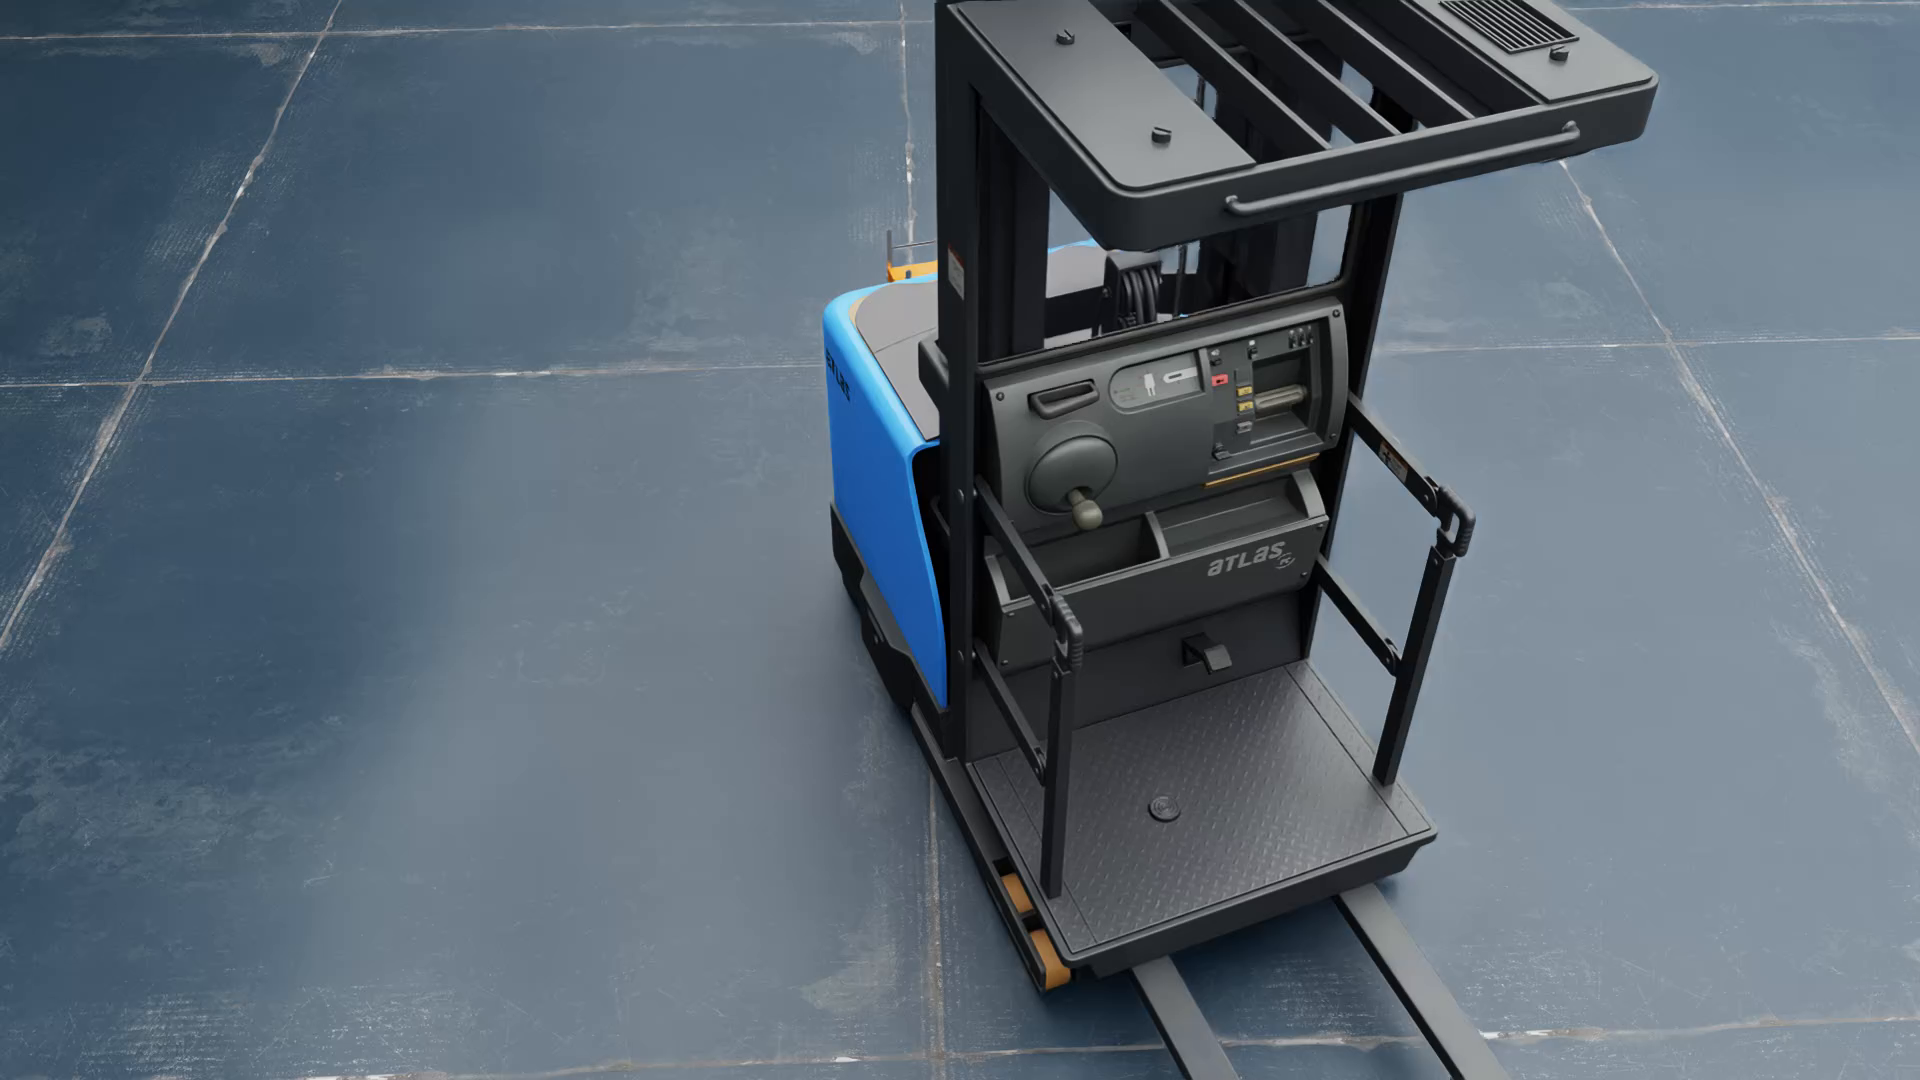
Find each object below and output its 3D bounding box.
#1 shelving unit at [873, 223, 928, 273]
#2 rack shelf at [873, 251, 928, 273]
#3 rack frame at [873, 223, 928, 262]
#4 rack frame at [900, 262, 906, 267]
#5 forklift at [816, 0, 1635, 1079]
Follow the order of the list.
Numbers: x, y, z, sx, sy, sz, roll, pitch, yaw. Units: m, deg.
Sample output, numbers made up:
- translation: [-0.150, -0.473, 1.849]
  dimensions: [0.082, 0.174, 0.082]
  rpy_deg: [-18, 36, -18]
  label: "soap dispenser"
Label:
- translation: [-0.137, -0.567, 5.592]
  dimensions: [0.215, 1.050, 0.252]
  rpy_deg: [-15, 45, -16]
  label: "shelving unit"
- translation: [-0.137, -0.768, 5.407]
  dimensions: [0.215, 0.259, 0.240]
  rpy_deg: [-15, 45, -16]
  label: "rack shelf"
- translation: [-0.183, -0.644, 5.675]
  dimensions: [0.200, 1.050, 0.008]
  rpy_deg: [-15, 45, -16]
  label: "rack frame"
- translation: [-0.092, -0.491, 5.508]
  dimensions: [0.200, 1.050, 0.008]
  rpy_deg: [-15, 45, -16]
  label: "rack frame"
- translation: [0.565, -0.253, 3.857]
  dimensions: [1.130, 2.935, 3.031]
  rpy_deg: [-15, 45, -16]
  label: "forklift"
